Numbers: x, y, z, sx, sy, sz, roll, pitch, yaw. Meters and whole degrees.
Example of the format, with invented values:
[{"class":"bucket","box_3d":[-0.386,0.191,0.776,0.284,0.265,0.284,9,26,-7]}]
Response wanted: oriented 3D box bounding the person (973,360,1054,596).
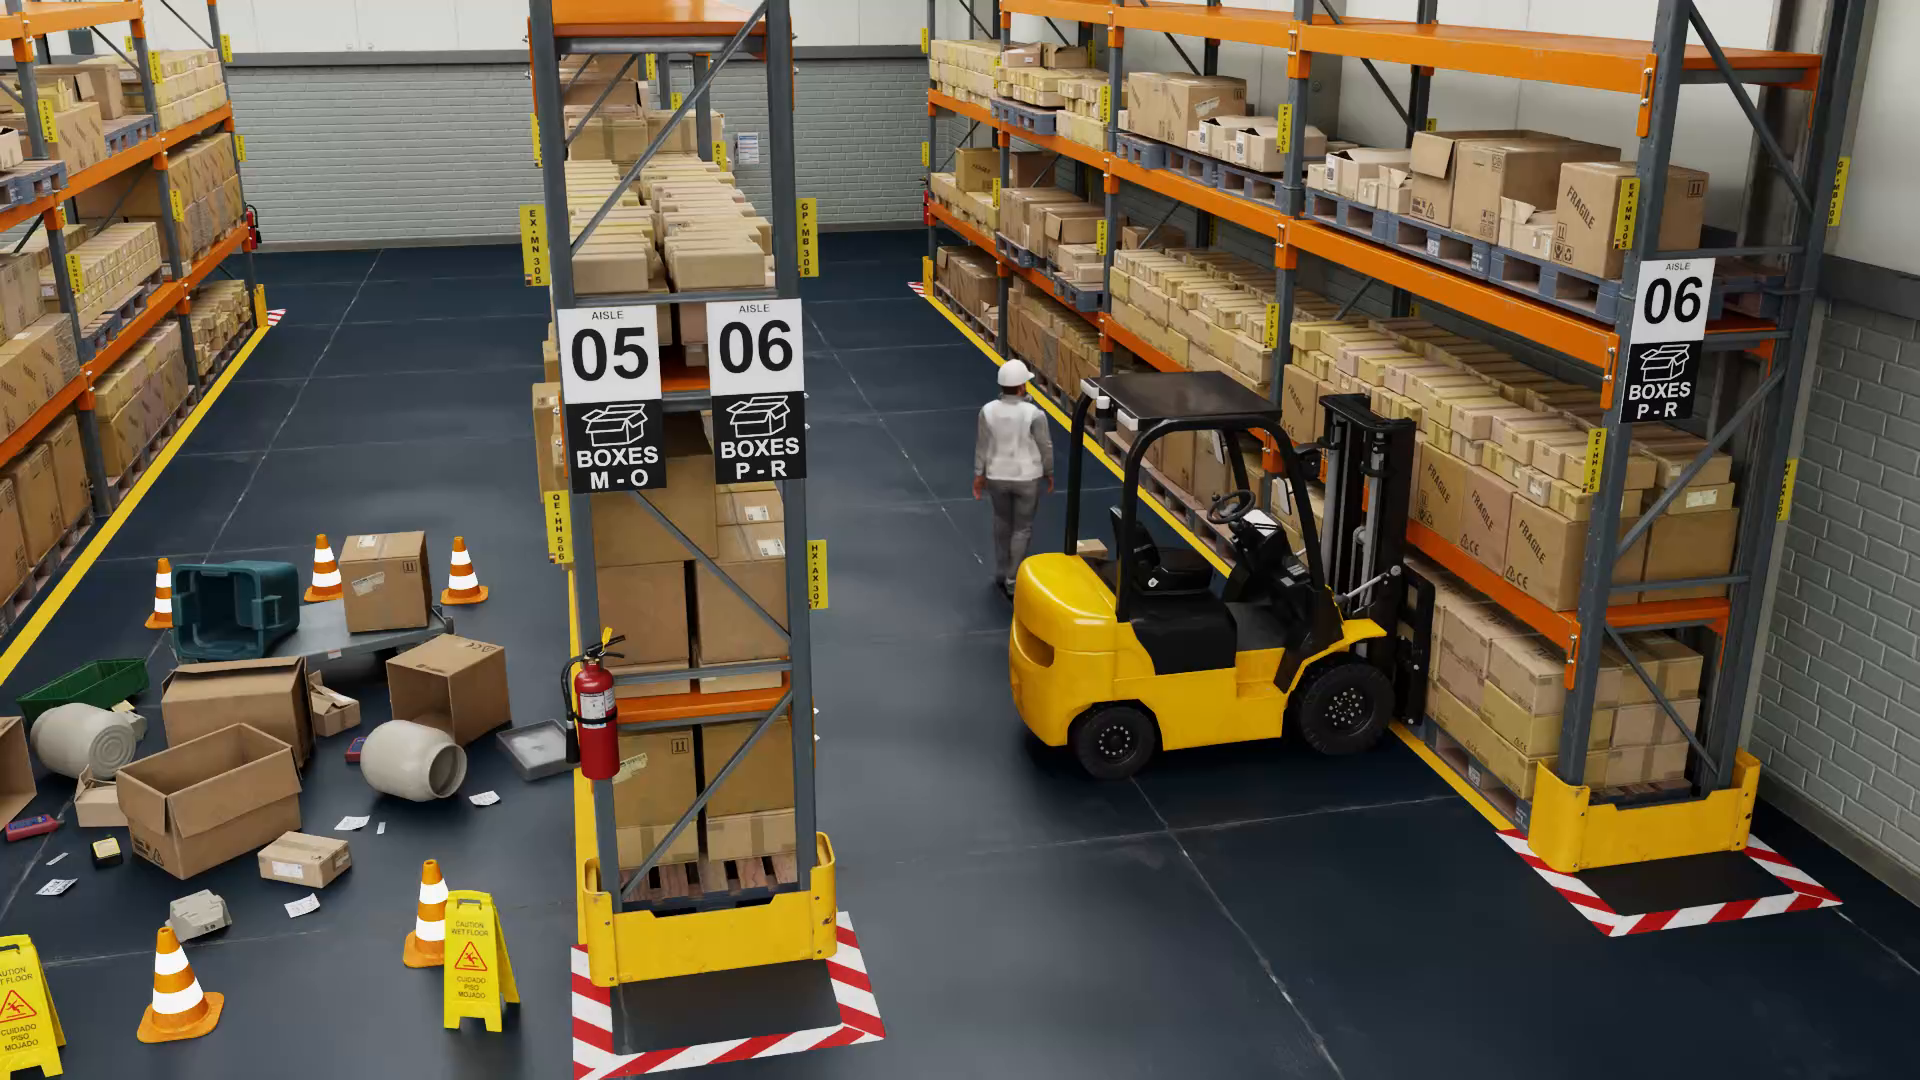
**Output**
[{"class":"person","box_3d":[0.419,-0.453,12.370,0.583,1.839,0.533,7,21,19]}]
